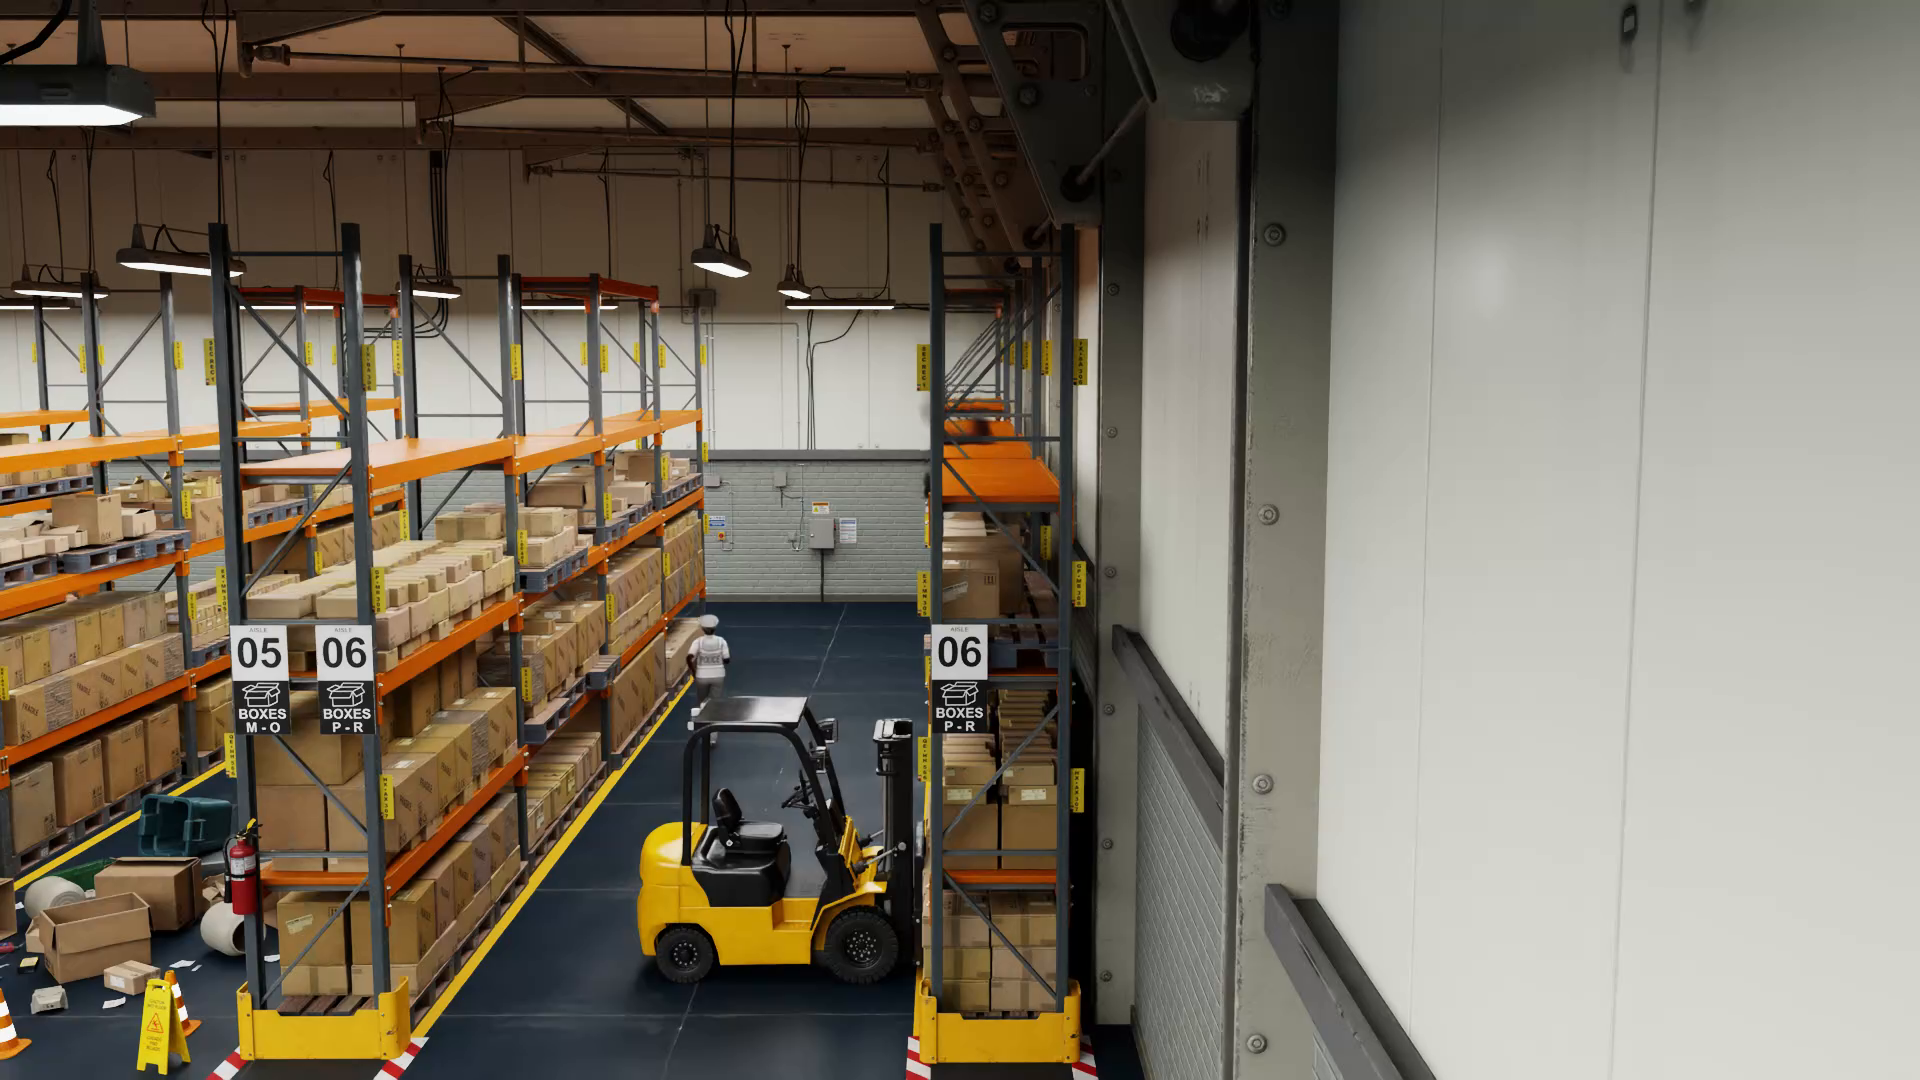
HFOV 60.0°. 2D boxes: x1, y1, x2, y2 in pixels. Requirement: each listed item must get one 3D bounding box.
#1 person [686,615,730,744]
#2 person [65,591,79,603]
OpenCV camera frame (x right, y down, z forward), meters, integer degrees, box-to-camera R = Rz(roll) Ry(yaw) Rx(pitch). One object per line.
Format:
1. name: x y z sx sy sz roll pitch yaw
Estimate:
1. person: -3.245 1.828 21.514 0.555 1.746 0.686 -1 7 -5
2. person: -12.807 1.557 24.067 0.566 1.657 0.804 0 7 -4
